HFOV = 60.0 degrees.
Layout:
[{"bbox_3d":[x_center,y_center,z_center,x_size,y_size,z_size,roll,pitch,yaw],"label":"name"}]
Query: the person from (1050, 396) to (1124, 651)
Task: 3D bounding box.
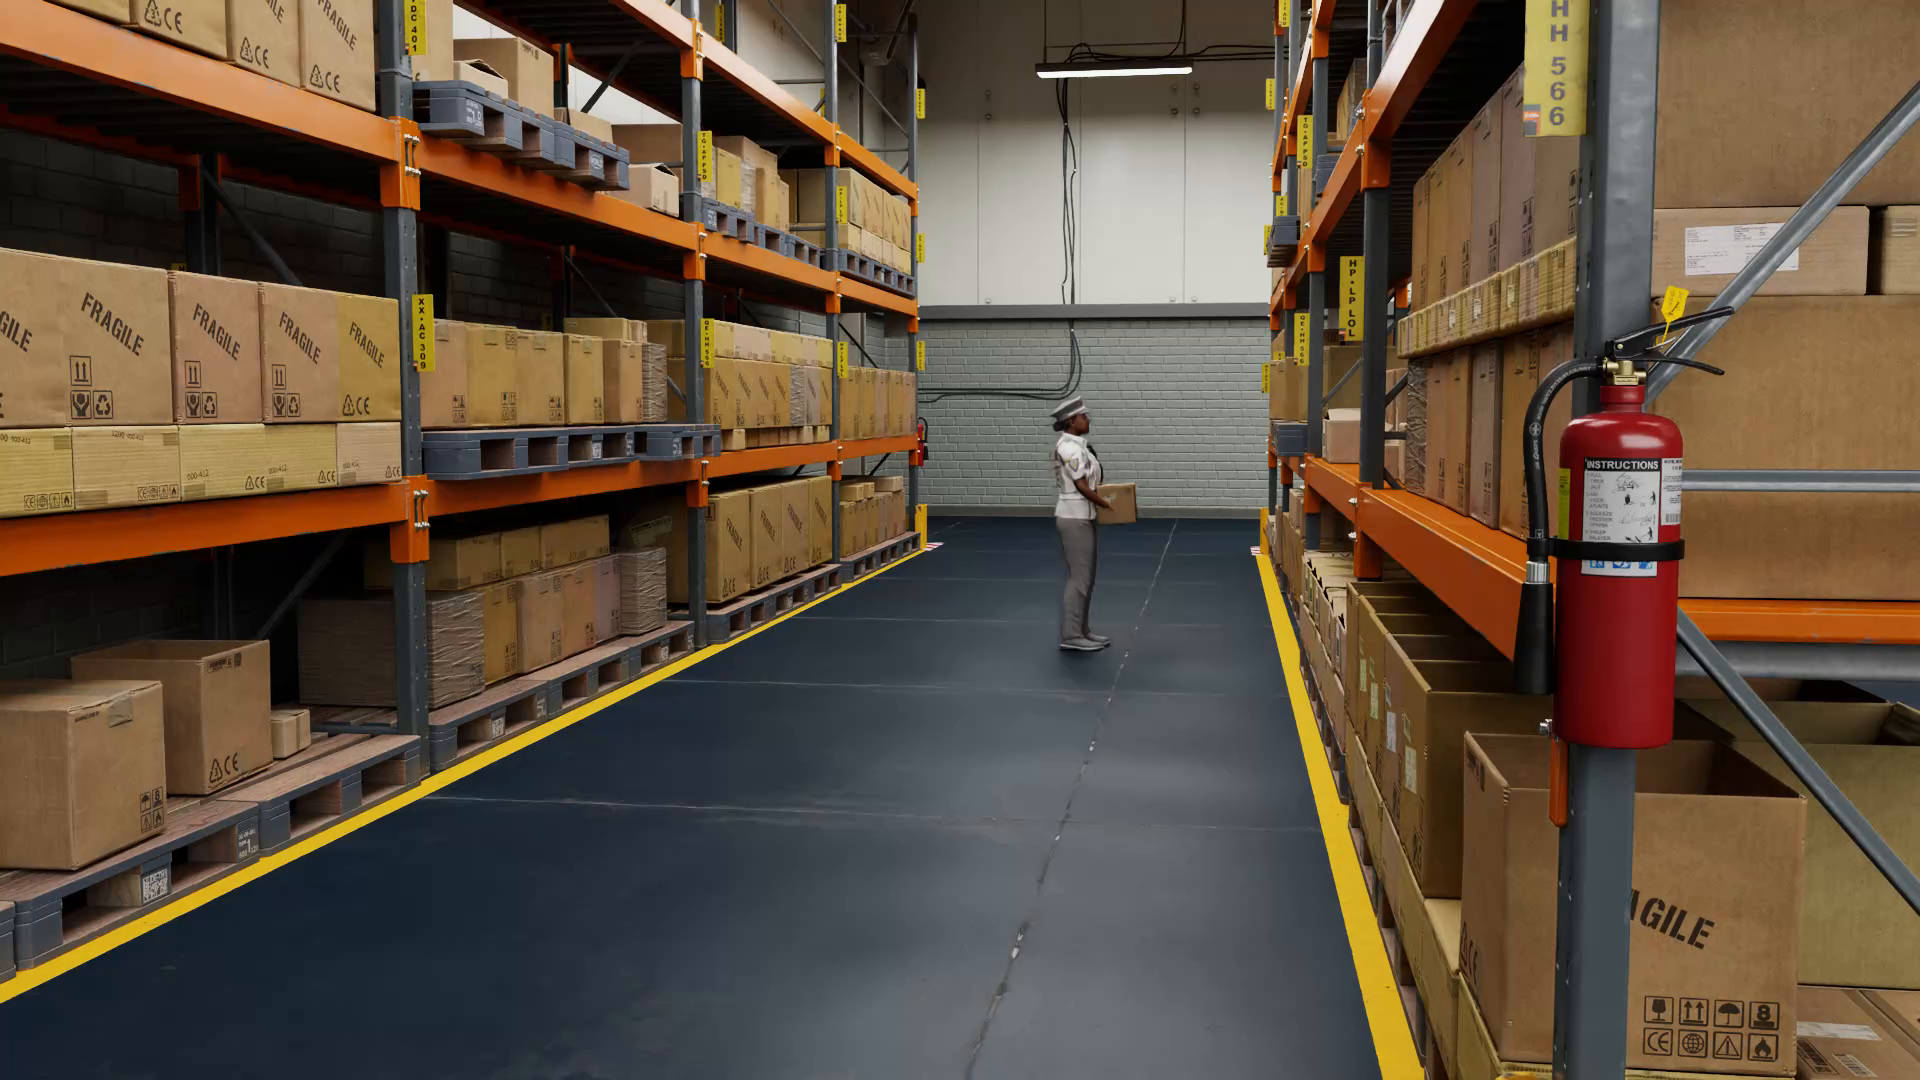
[{"bbox_3d":[0.867,-0.122,11.199,0.530,1.697,0.462,0,5,6],"label":"person"}]
